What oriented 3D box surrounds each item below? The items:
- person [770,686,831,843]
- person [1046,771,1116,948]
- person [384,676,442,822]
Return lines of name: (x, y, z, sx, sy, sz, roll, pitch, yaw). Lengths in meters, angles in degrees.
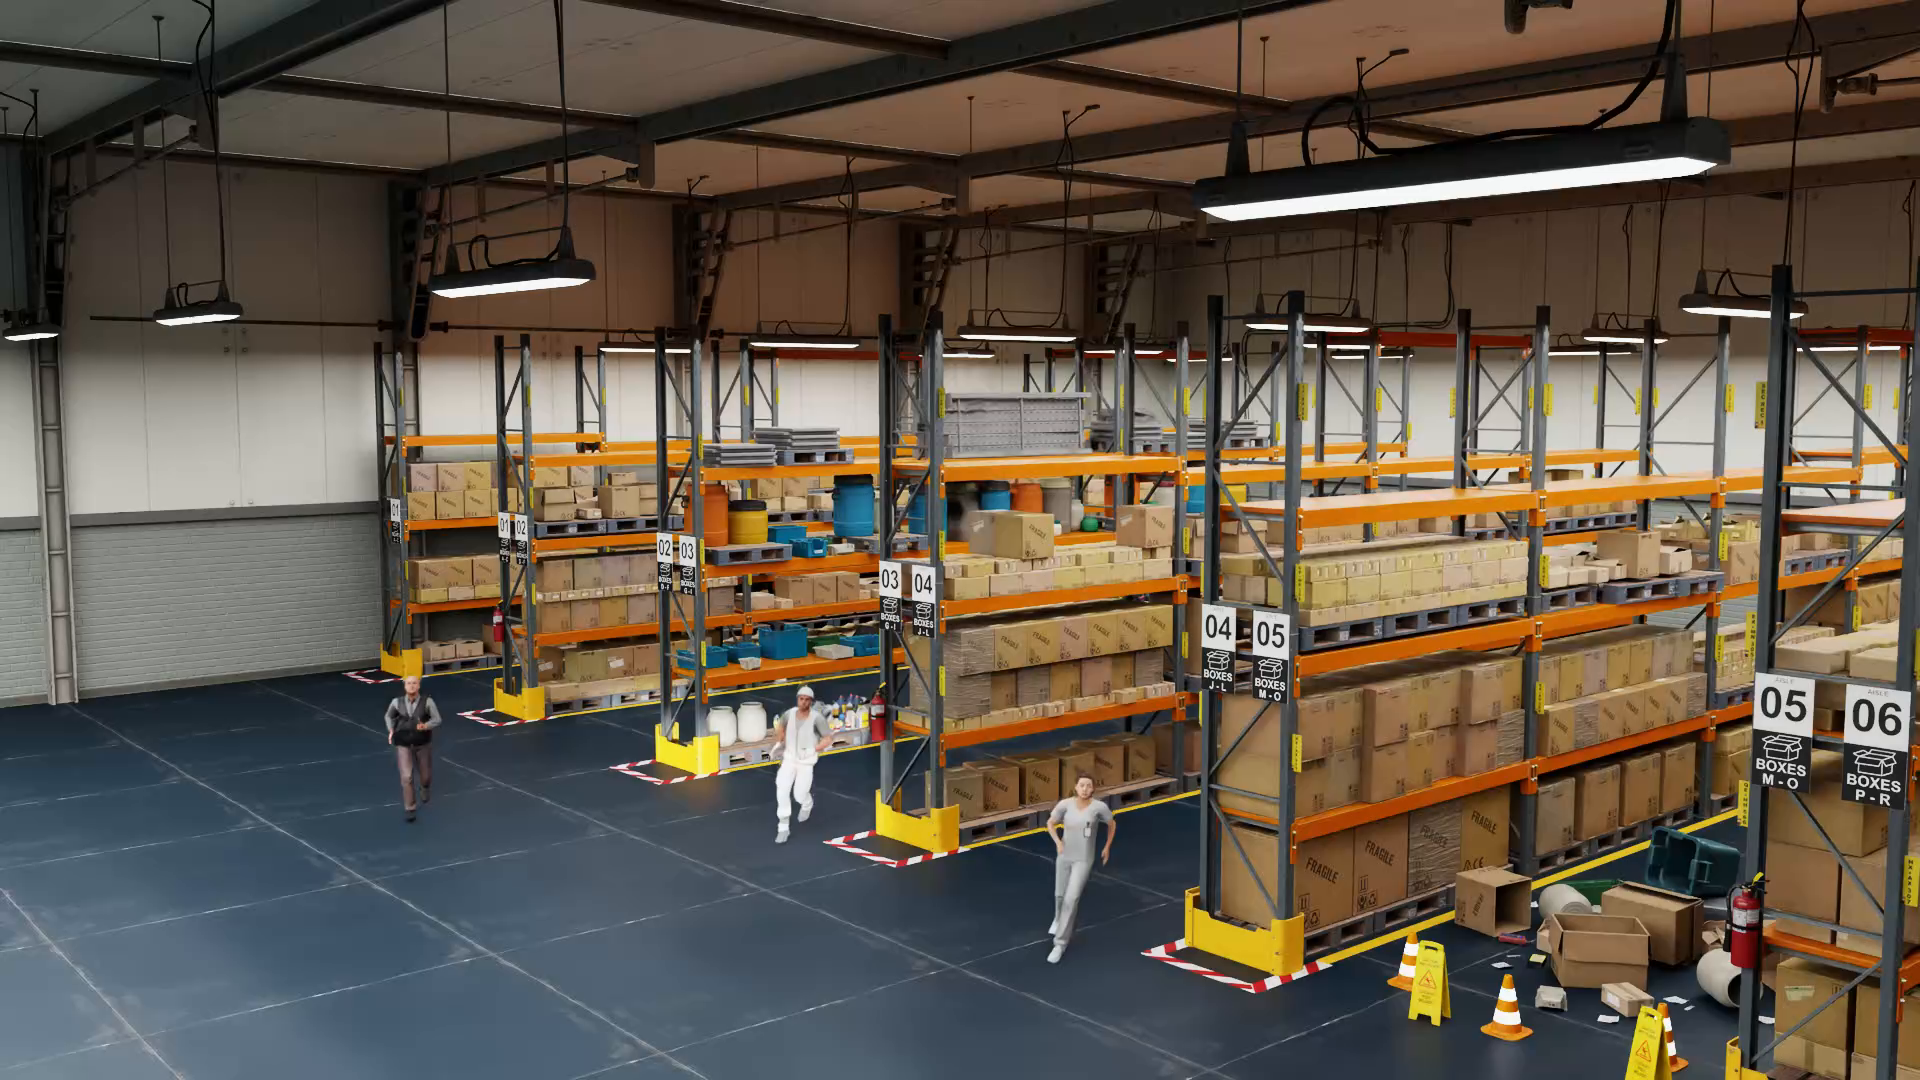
person: (-1.823, 2.566, 19.227, 0.712, 1.793, 0.831, 2, 5, 16)
person: (1.096, 2.890, 15.282, 0.617, 1.562, 0.782, 2, 5, 18)
person: (-6.608, 2.485, 20.100, 0.668, 1.698, 0.896, -1, 5, -16)
